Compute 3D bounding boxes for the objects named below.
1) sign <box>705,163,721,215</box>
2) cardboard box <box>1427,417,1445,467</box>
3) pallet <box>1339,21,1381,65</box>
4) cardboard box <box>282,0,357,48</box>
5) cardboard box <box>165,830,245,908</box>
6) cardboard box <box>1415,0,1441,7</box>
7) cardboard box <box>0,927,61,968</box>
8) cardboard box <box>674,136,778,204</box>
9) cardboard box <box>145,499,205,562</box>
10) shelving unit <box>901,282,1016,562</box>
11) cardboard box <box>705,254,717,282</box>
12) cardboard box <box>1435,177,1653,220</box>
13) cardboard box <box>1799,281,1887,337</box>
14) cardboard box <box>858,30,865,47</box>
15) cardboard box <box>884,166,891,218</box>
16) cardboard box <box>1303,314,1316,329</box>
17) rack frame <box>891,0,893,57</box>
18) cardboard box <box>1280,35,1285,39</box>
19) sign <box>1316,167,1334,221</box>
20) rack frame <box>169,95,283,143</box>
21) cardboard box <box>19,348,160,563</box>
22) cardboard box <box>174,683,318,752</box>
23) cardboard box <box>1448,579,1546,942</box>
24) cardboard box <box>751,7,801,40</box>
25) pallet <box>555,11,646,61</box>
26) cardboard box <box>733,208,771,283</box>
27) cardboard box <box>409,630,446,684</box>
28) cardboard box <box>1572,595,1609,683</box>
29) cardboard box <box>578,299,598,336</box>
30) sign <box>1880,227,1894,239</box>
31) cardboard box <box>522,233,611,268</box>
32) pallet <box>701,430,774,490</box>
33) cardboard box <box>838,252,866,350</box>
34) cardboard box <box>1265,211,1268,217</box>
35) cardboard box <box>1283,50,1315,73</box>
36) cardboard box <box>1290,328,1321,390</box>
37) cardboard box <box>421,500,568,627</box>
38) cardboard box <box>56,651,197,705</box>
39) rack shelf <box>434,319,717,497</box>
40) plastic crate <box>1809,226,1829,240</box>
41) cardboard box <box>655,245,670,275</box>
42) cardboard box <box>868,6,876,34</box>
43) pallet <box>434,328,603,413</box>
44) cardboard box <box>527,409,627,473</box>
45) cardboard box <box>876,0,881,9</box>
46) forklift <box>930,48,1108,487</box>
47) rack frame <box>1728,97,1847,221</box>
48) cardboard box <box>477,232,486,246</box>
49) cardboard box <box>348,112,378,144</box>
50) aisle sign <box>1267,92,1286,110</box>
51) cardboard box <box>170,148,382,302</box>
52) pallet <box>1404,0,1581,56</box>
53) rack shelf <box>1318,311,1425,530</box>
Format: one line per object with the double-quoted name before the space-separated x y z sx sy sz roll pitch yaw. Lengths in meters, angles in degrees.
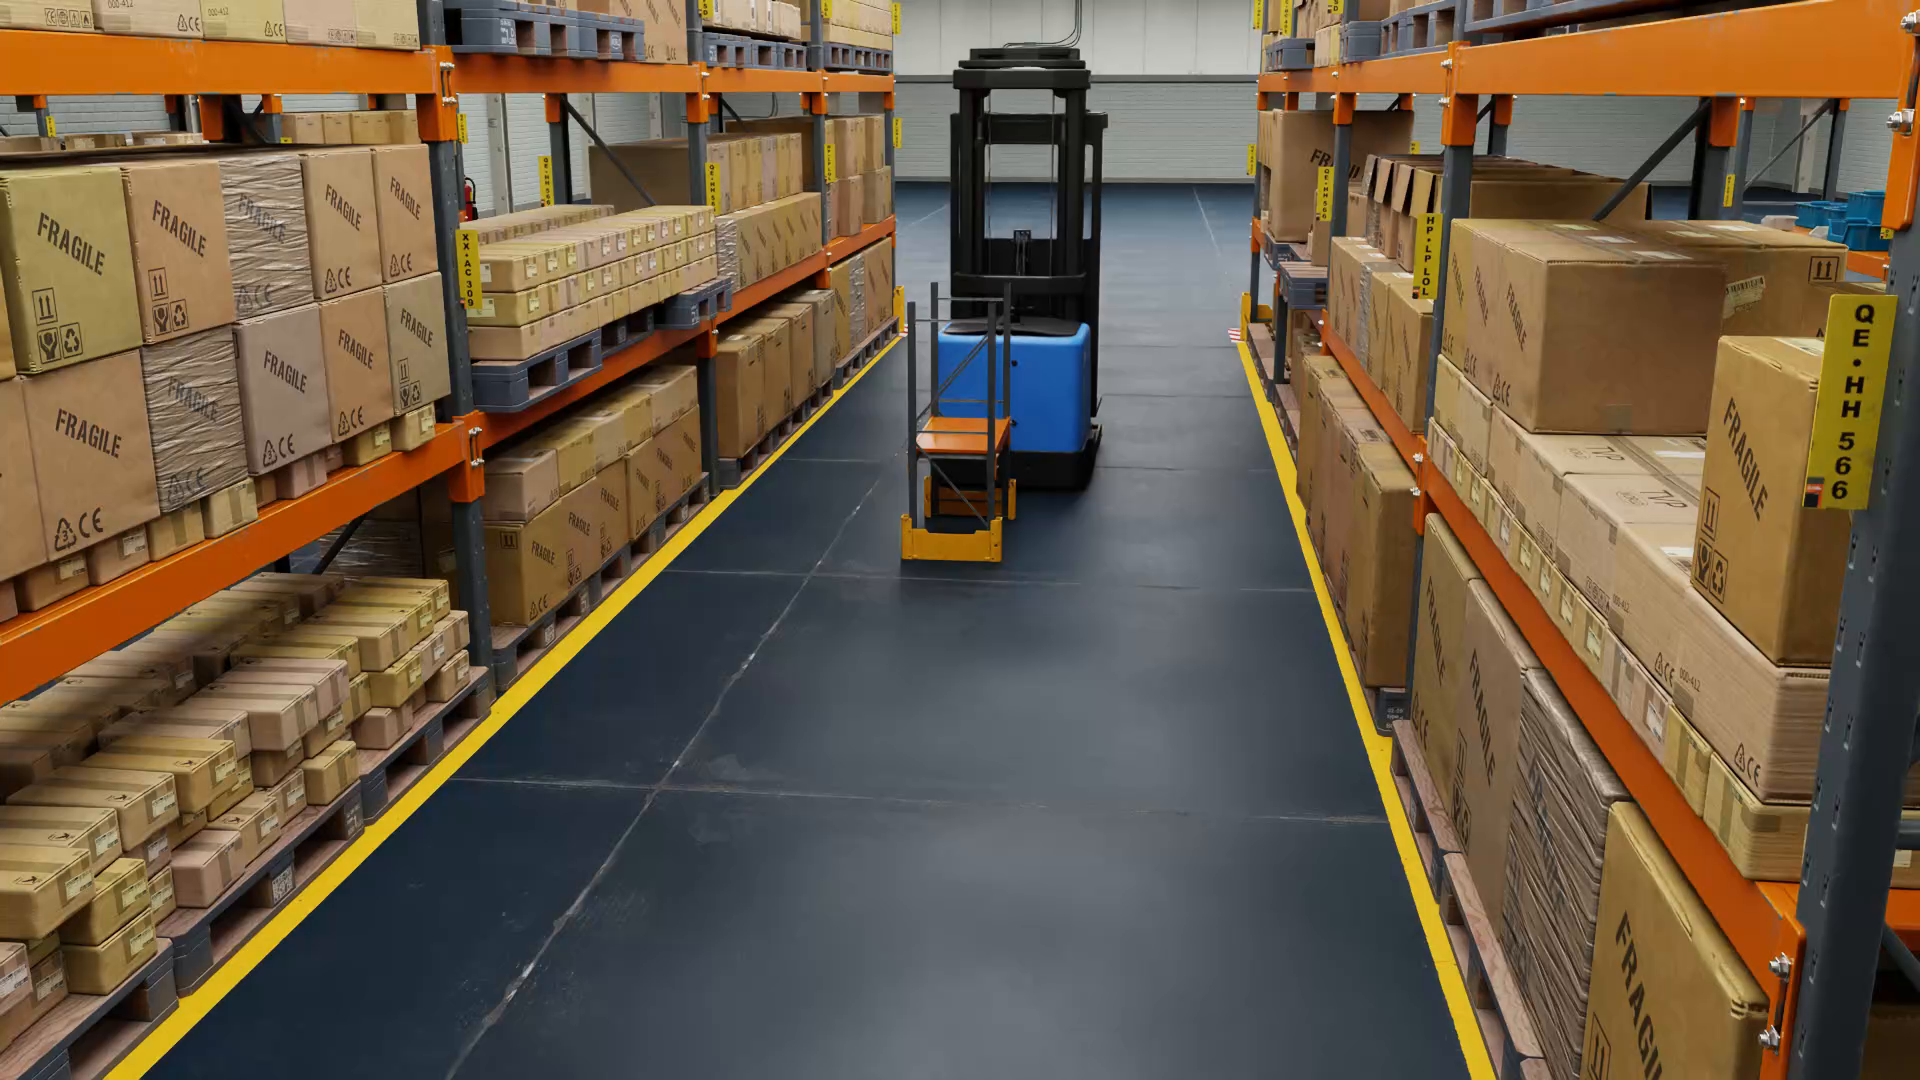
"sign" -1.595 -2.266 10.731 0.100 0.325 0.005 2 15 6
"cardboard box" 1.967 -0.361 6.233 0.380 0.149 0.250 2 15 6
"pallet" 2.762 -2.775 9.294 1.213 0.211 1.003 2 15 9
"cardboard box" -2.441 -1.833 5.736 0.500 0.250 0.500 2 15 6
"cardboard box" -2.505 1.034 5.250 0.380 0.149 0.250 1 15 4
"cardboard box" 2.573 -2.757 7.863 0.797 0.503 0.637 1 15 5
"cardboard box" -2.697 1.082 4.503 0.380 0.149 0.250 2 15 7
"cardboard box" -1.847 -2.934 13.160 0.700 0.500 0.500 2 15 7
"cardboard box" -2.550 -0.044 5.058 0.380 0.149 0.250 2 15 8
"shelving unit" 0.009 -0.744 10.039 0.587 1.500 1.083 2 15 6
"cardboard box" -1.734 -1.699 10.377 0.380 0.149 0.250 2 15 7
"cardboard box" 2.394 -1.248 6.918 0.797 0.503 0.637 1 15 5
"cardboard box" 2.310 -0.326 3.902 0.500 0.500 0.500 1 15 5
"cardboard box" -1.133 -4.853 16.103 0.380 0.149 0.250 2 15 7
"cardboard box" -1.229 -3.809 18.215 0.875 0.550 0.550 2 15 6
"cardboard box" 3.318 -1.723 14.772 0.500 0.500 0.500 1 15 5
"rack frame" -1.232 -6.730 17.812 1.000 3.000 0.127 2 15 6
"cardboard box" 3.052 -4.492 14.805 0.380 0.149 0.250 1 15 5
"sign" 2.242 -2.121 10.194 0.100 0.325 0.005 2 15 6
"rack frame" -6.613 -2.916 15.201 1.000 3.000 0.127 2 15 6
"cardboard box" -2.610 -0.251 4.582 0.500 0.500 0.500 2 15 7
"cardboard box" -2.442 0.605 5.696 0.380 0.149 0.250 1 15 4
"cardboard box" 2.075 0.676 5.183 0.875 0.875 0.875 2 15 6
"cardboard box" -1.604 -4.235 13.624 0.500 0.250 0.500 2 15 7
"pallet" -2.297 -2.505 8.294 1.213 0.211 1.003 2 15 6
"cardboard box" -1.704 -2.179 12.282 0.500 0.500 0.500 2 15 6
"cardboard box" -2.324 0.470 6.766 0.380 0.149 0.250 1 15 4
"cardboard box" 1.706 0.242 4.001 0.380 0.149 0.250 1 15 5
"cardboard box" -1.998 -1.094 8.138 0.380 0.149 0.250 2 15 7
"sign" 7.609 -2.631 13.616 0.100 0.325 0.005 2 15 6
"cardboard box" -1.969 -1.449 8.312 0.380 0.149 0.250 2 15 6
"pallet" -1.971 -0.615 12.034 1.003 0.211 1.213 2 15 6
"cardboard box" -1.445 -2.369 16.442 0.875 0.875 0.875 2 15 7
"cardboard box" 3.318 -3.280 17.026 0.380 0.149 0.250 2 15 6
"cardboard box" 3.025 -4.126 14.215 0.500 0.250 0.500 2 15 8
"cardboard box" 3.143 -1.472 13.804 0.700 0.500 0.500 1 15 2
"cardboard box" -2.239 0.098 8.037 0.500 0.500 0.500 2 15 8
"cardboard box" -3.017 0.516 6.023 0.380 0.149 0.250 2 15 7
"rack shelf" -2.361 -0.893 9.097 1.077 0.370 4.000 2 15 6
"plastic crate" 8.086 -2.780 15.201 0.530 0.136 0.437 2 15 6
"cardboard box" -1.853 -1.576 9.350 0.380 0.149 0.250 2 15 6
"cardboard box" -1.125 -5.209 16.656 0.500 0.250 0.500 2 15 6
"pallet" -2.356 -0.823 7.828 1.003 0.211 1.213 2 15 6
"cardboard box" -2.121 -0.534 8.939 0.500 0.250 0.500 2 15 8
"cardboard box" -1.019 -5.501 16.971 0.380 0.149 0.250 2 15 7
"forklift" 0.508 -2.107 12.338 1.130 2.935 3.031 2 15 8
"rack frame" 8.606 -3.516 17.419 1.000 3.000 0.127 2 15 6
"cardboard box" -2.614 -1.469 8.385 0.380 0.149 0.250 1 15 4
"cardboard box" -6.185 -3.960 16.383 0.700 0.500 0.500 1 15 5
"aisle sign" 3.393 -4.942 17.711 0.394 0.787 0.004 2 15 6
"cardboard box" -2.424 -1.132 5.926 0.500 0.500 0.500 1 15 4
"pallet" 2.385 -2.144 6.966 0.805 0.209 1.217 1 15 4
"rack shelf" 2.556 -0.721 8.460 1.077 0.370 4.000 2 15 6
